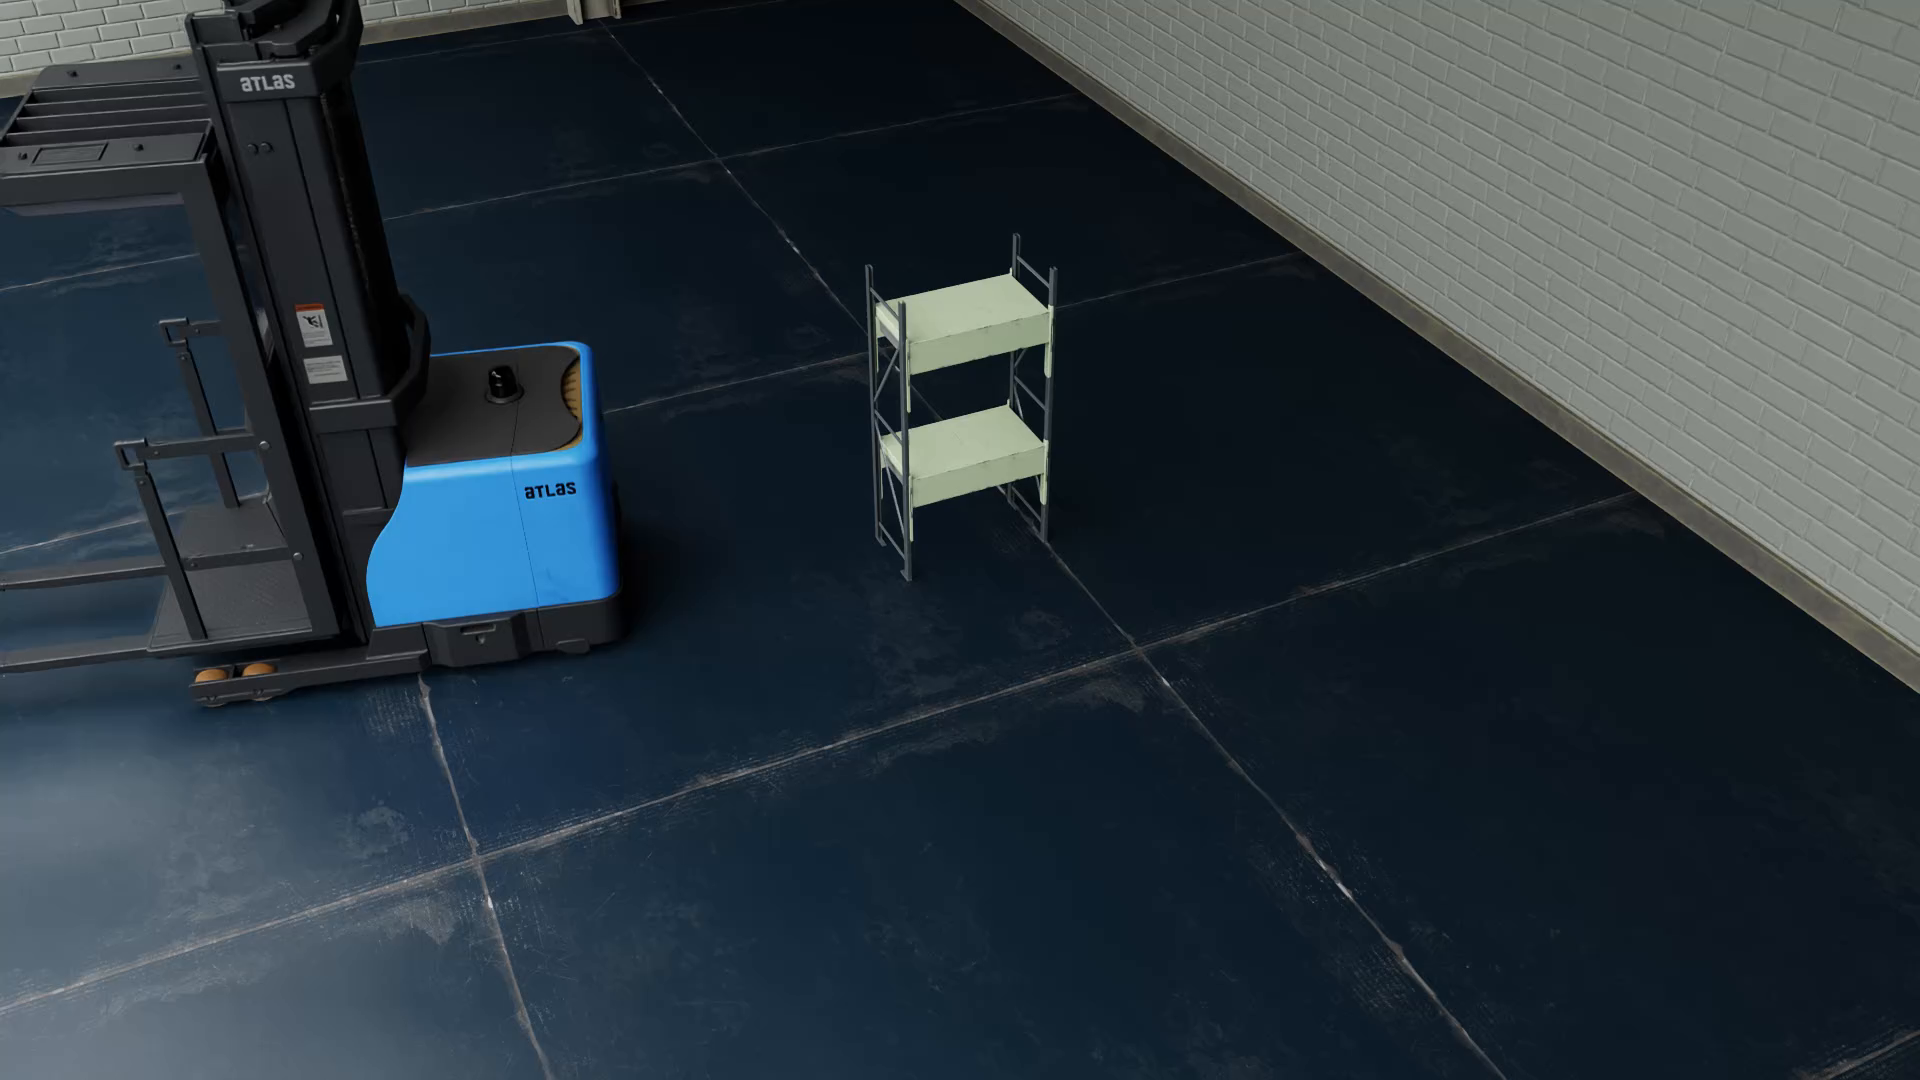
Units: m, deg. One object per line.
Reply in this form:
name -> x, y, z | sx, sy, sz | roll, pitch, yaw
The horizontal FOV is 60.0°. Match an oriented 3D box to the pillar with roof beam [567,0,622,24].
pillar with roof beam -> -1.322, -5.819, 8.542 | 0.400, 9.000, 9.100 | -16, 39, -20

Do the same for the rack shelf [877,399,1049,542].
rack shelf -> 0.006, -0.342, 8.000 | 0.720, 0.370, 0.431 | -16, 39, -20

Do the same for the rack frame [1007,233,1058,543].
rack frame -> 0.337, -0.697, 7.930 | 0.023, 1.500, 0.400 | -16, 39, -20

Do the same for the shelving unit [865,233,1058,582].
shelving unit -> 0.006, -0.604, 7.805 | 0.755, 1.500, 0.431 | -16, 39, -20

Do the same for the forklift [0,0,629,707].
forklift -> -3.080, -0.793, 6.859 | 3.031, 2.935, 1.130 | -7, 37, -9

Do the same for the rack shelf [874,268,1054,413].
rack shelf -> 0.006, -0.918, 7.573 | 0.720, 0.370, 0.431 | -16, 39, -20

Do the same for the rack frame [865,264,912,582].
rack frame -> -0.325, -0.511, 7.681 | 0.023, 1.500, 0.400 | -16, 39, -20
